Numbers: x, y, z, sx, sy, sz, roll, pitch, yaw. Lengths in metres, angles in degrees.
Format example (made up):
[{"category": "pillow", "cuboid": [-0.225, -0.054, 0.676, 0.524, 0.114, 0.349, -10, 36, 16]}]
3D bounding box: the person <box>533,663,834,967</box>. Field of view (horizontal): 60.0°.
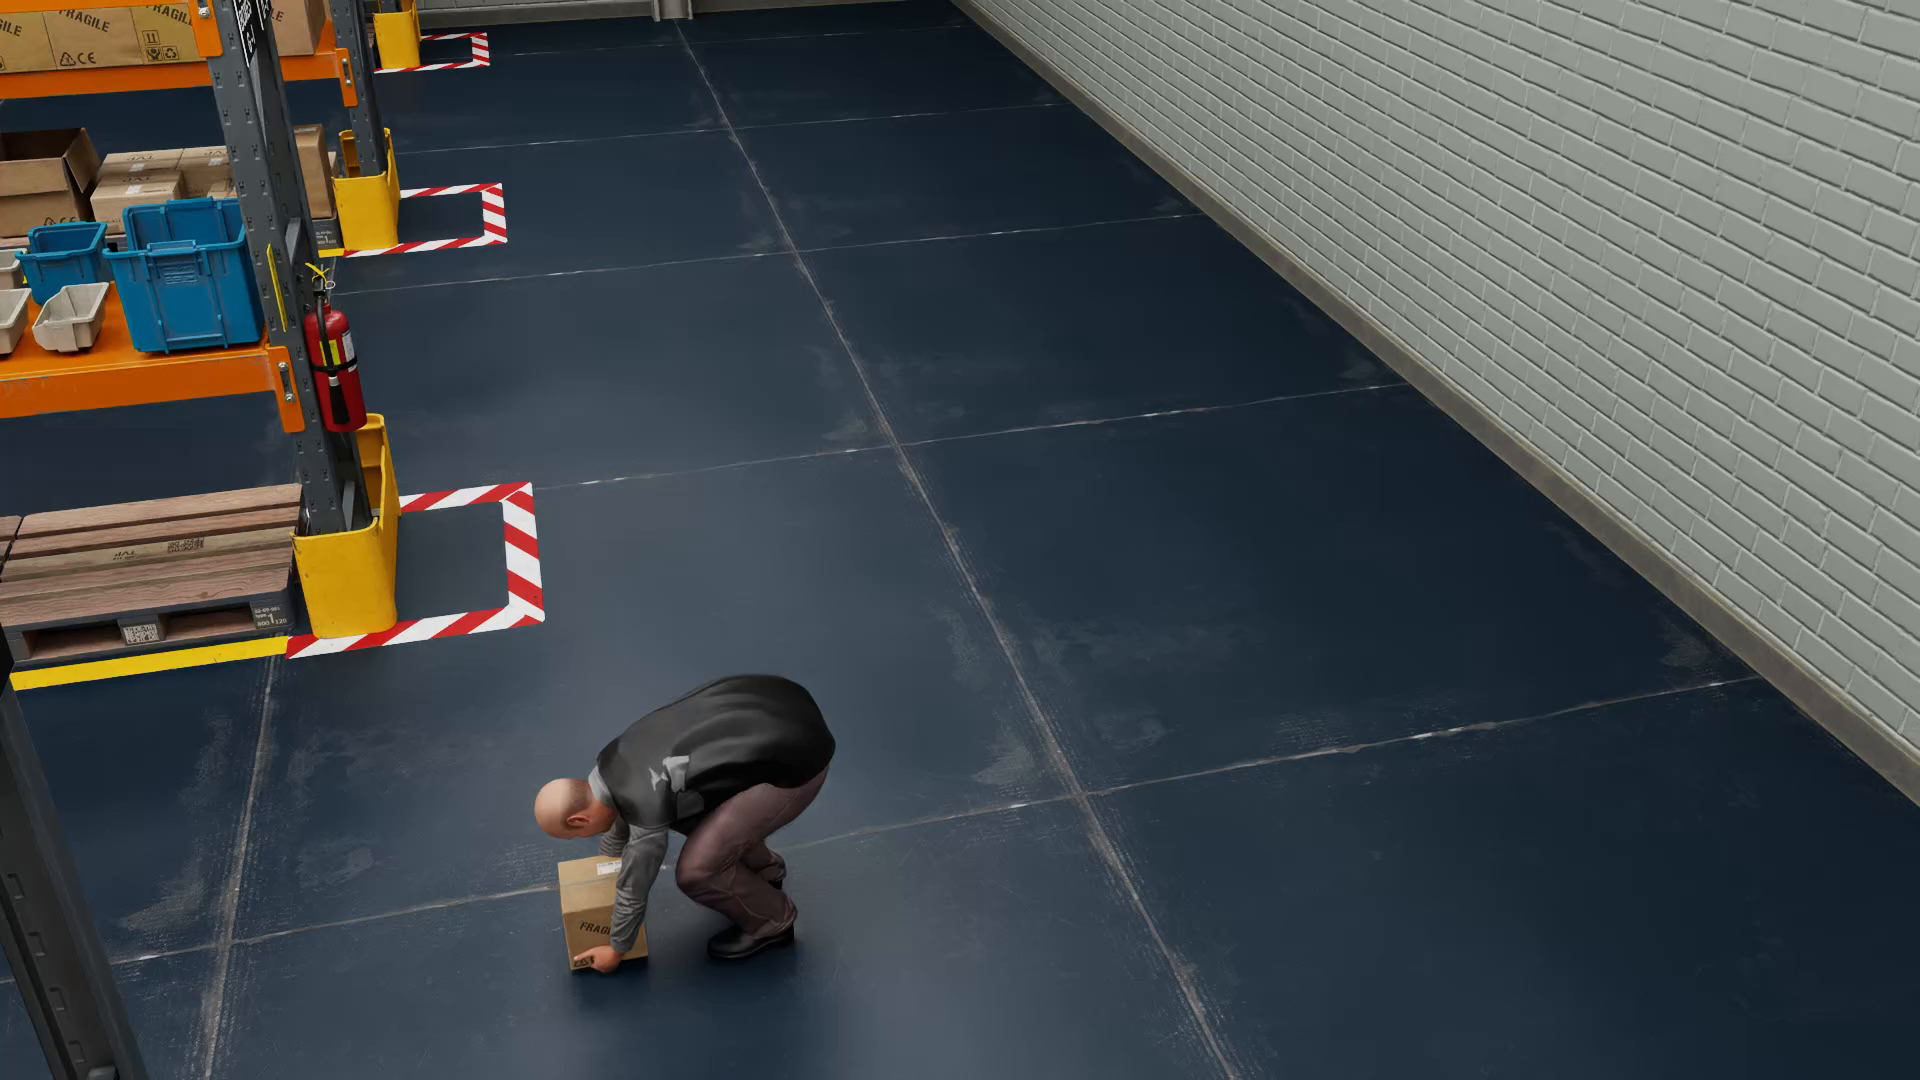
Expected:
[{"category": "person", "cuboid": [-0.878, 0.892, 5.372, 0.944, 0.960, 0.513, -9, 31, -16]}]
